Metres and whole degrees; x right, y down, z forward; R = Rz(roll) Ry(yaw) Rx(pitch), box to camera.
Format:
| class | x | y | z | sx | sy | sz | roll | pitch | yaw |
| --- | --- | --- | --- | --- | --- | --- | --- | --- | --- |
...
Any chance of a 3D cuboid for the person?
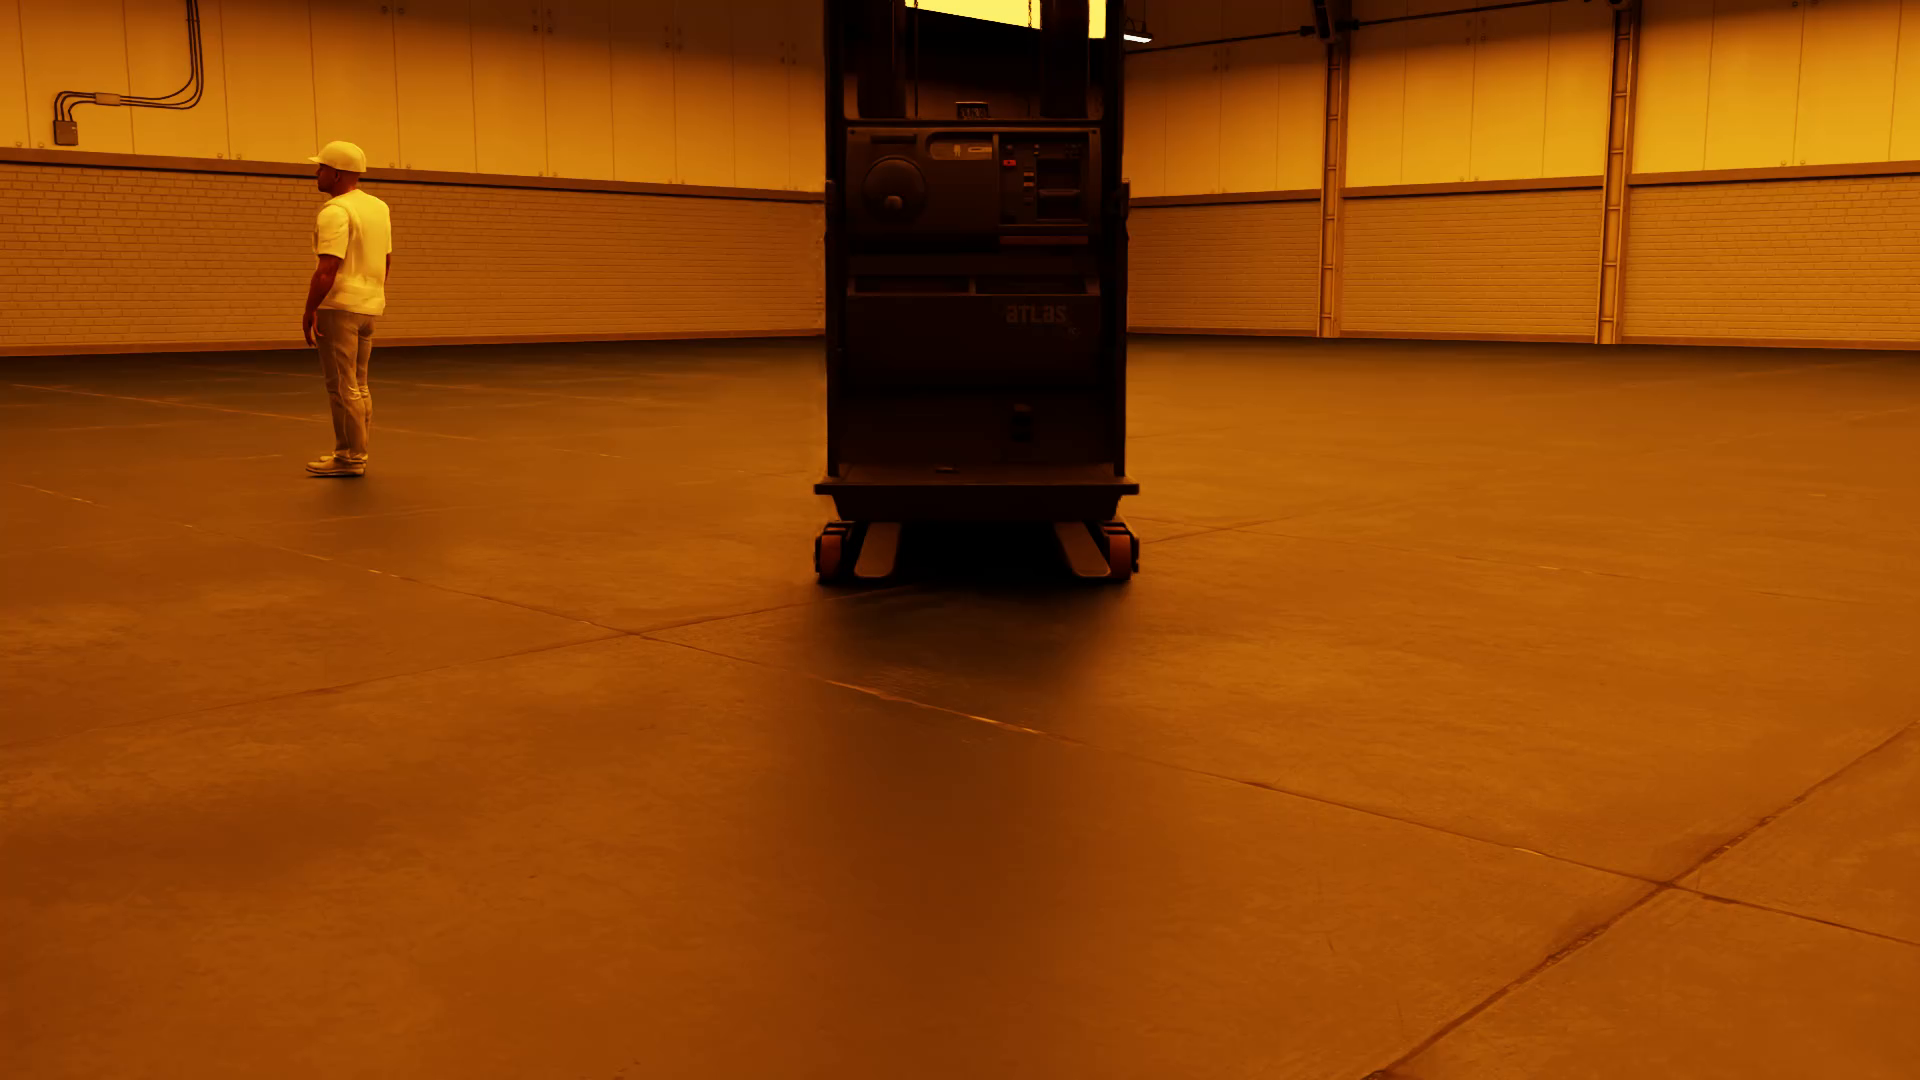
| class | x | y | z | sx | sy | sz | roll | pitch | yaw |
| --- | --- | --- | --- | --- | --- | --- | --- | --- | --- |
| person | -3.366 | -1.234 | 8.931 | 0.576 | 1.767 | 0.665 | 1 | 9 | 9 |

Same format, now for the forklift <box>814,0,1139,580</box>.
| class | x | y | z | sx | sy | sz | roll | pitch | yaw |
| --- | --- | --- | --- | --- | --- | --- | --- | --- | --- |
| forklift | 0.053 | -1.353 | 5.856 | 1.130 | 2.935 | 3.031 | 0 | 9 | 0 |
